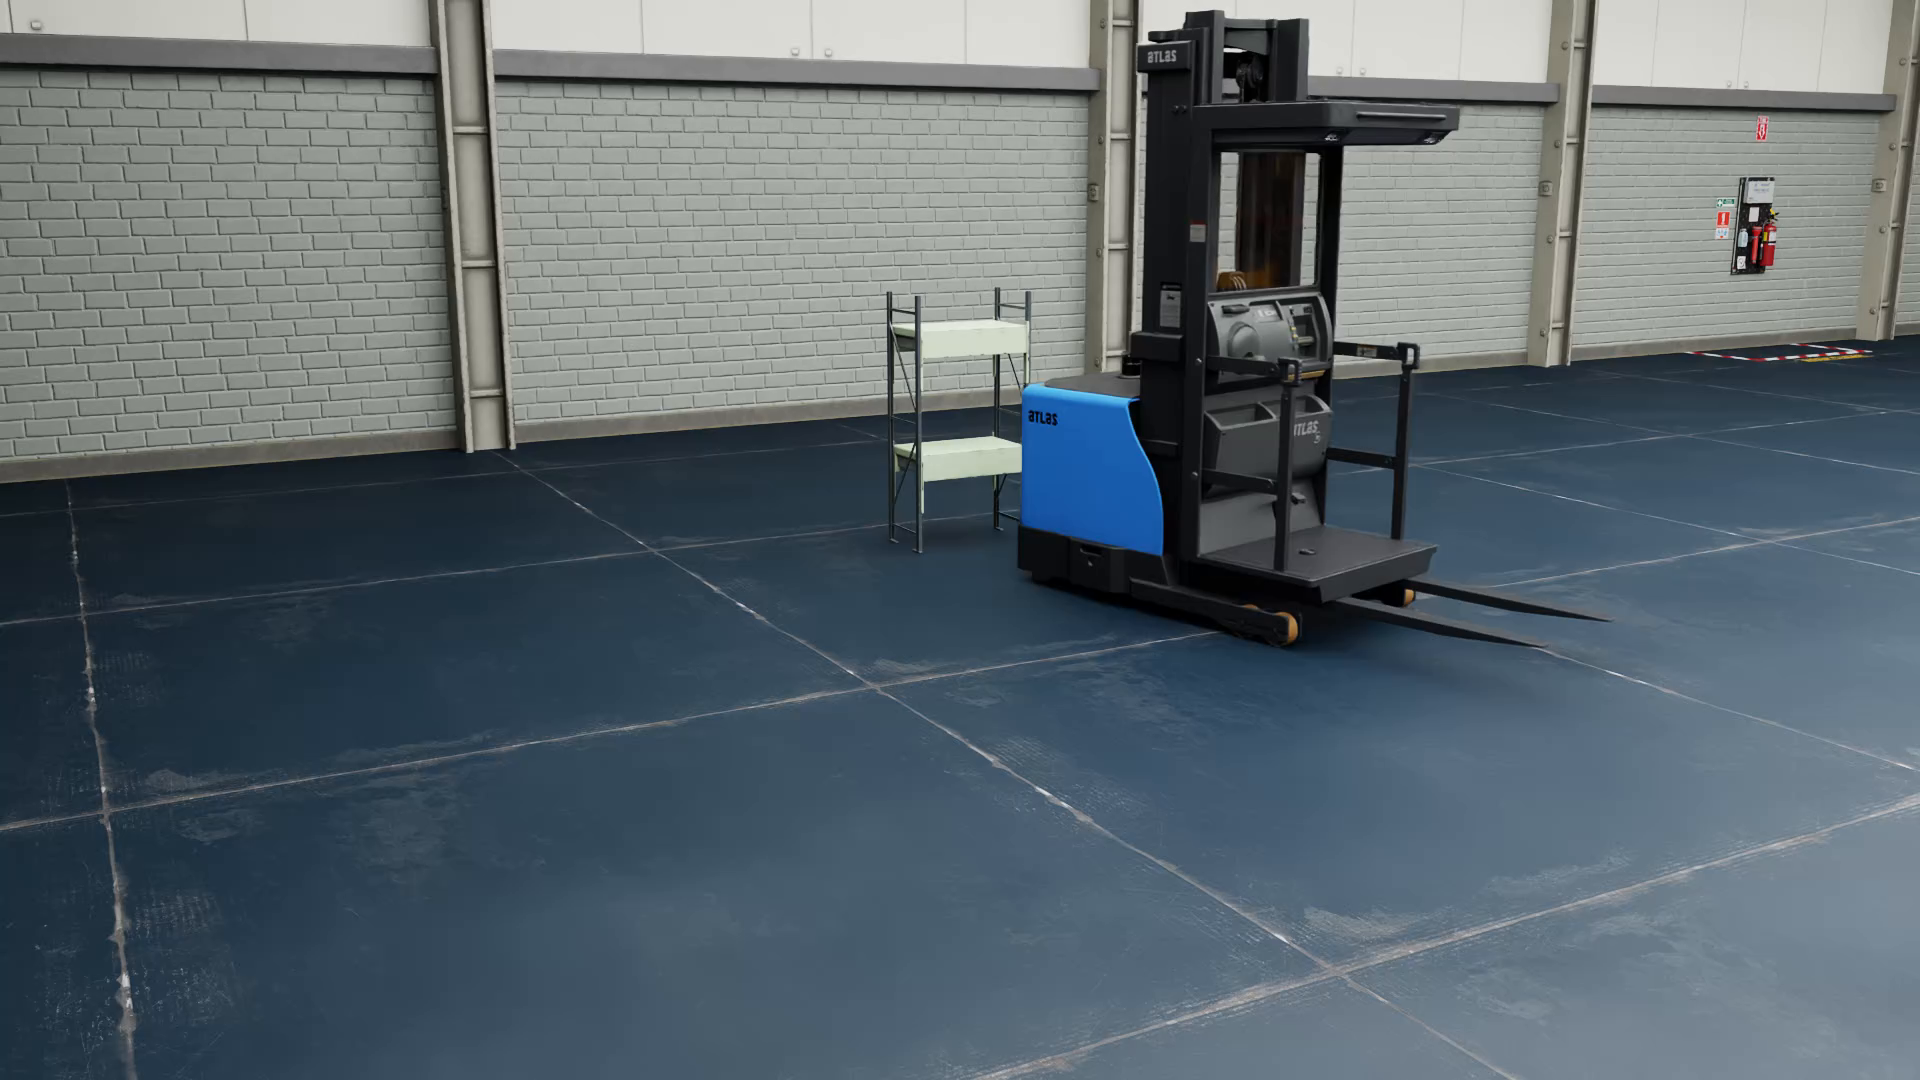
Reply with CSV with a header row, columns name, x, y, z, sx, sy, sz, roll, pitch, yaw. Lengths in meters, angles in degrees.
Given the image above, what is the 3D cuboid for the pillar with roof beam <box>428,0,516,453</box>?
name,x,y,z,sx,sy,sz,roll,pitch,yaw
pillar with roof beam,-1.750,-4.303,8.732,0.400,9.000,9.100,-7,14,-28

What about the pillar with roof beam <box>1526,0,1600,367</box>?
name,x,y,z,sx,sy,sz,roll,pitch,yaw
pillar with roof beam,8.783,-5.565,14.341,0.400,9.000,9.100,-7,14,-28

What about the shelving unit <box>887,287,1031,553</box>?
name,x,y,z,sx,sy,sz,roll,pitch,yaw
shelving unit,-0.006,-0.731,9.941,0.755,1.500,0.431,-7,14,-28

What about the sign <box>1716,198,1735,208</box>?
name,x,y,z,sx,sy,sz,roll,pitch,yaw
sign,9.272,-4.083,20.131,0.331,0.109,0.001,-7,14,-28

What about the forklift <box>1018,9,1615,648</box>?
name,x,y,z,sx,sy,sz,roll,pitch,yaw
forklift,1.690,-1.051,8.105,1.130,2.935,3.031,-12,17,-42

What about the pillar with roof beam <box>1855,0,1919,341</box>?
name,x,y,z,sx,sy,sz,roll,pitch,yaw
pillar with roof beam,14.049,-6.196,17.146,0.400,9.000,9.100,-7,14,-28

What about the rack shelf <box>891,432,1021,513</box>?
name,x,y,z,sx,sy,sz,roll,pitch,yaw
rack shelf,-0.006,-0.413,10.013,0.720,0.370,0.431,-7,14,-28

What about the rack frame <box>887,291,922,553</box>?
name,x,y,z,sx,sy,sz,roll,pitch,yaw
rack frame,-0.327,-0.692,9.770,0.023,1.500,0.400,-7,14,-28

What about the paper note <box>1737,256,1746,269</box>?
name,x,y,z,sx,sy,sz,roll,pitch,yaw
paper note,9.610,-3.411,20.442,0.142,0.148,0.016,-7,14,-28

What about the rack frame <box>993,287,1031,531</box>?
name,x,y,z,sx,sy,sz,roll,pitch,yaw
rack frame,0.315,-0.769,10.112,0.023,1.500,0.400,-7,14,-28

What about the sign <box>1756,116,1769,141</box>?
name,x,y,z,sx,sy,sz,roll,pitch,yaw
sign,9.744,-4.996,20.196,0.199,0.298,0.001,-7,14,-28

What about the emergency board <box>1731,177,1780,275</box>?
name,x,y,z,sx,sy,sz,roll,pitch,yaw
emergency board,9.799,-3.846,20.369,0.643,1.169,0.194,-7,14,-28

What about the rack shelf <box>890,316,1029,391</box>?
name,x,y,z,sx,sy,sz,roll,pitch,yaw
rack shelf,-0.006,-1.112,9.856,0.720,0.370,0.431,-7,14,-28

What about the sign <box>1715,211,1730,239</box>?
name,x,y,z,sx,sy,sz,roll,pitch,yaw
sign,9.264,-3.826,20.194,0.234,0.329,0.001,-7,14,-28

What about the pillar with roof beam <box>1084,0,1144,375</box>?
name,x,y,z,sx,sy,sz,roll,pitch,yaw
pillar with roof beam,3.516,-4.934,11.537,0.400,9.000,9.100,-7,14,-28
